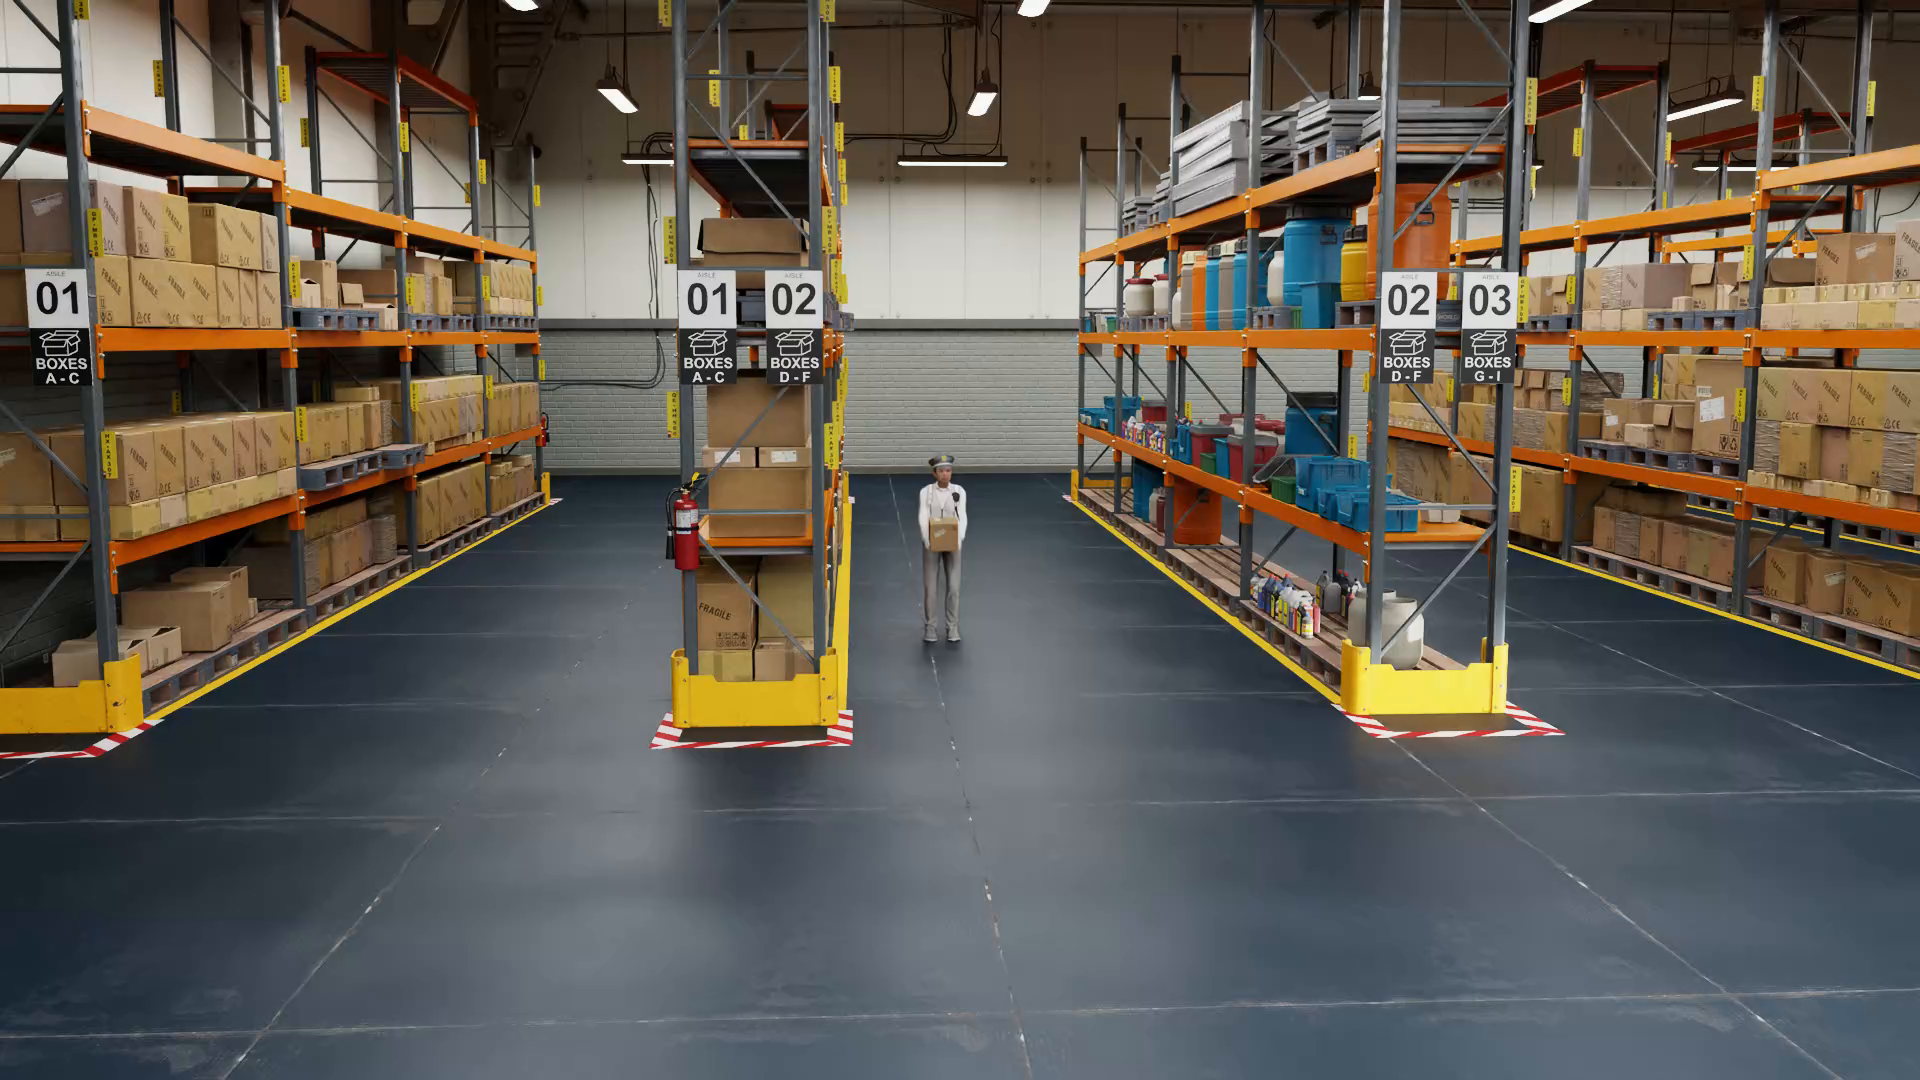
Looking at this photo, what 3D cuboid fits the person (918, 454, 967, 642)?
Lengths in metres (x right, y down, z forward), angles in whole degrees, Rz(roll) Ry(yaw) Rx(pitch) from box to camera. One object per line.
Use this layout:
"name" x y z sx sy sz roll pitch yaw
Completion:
"person" -0.158 0.071 15.085 0.446 1.691 0.530 0 7 -4
